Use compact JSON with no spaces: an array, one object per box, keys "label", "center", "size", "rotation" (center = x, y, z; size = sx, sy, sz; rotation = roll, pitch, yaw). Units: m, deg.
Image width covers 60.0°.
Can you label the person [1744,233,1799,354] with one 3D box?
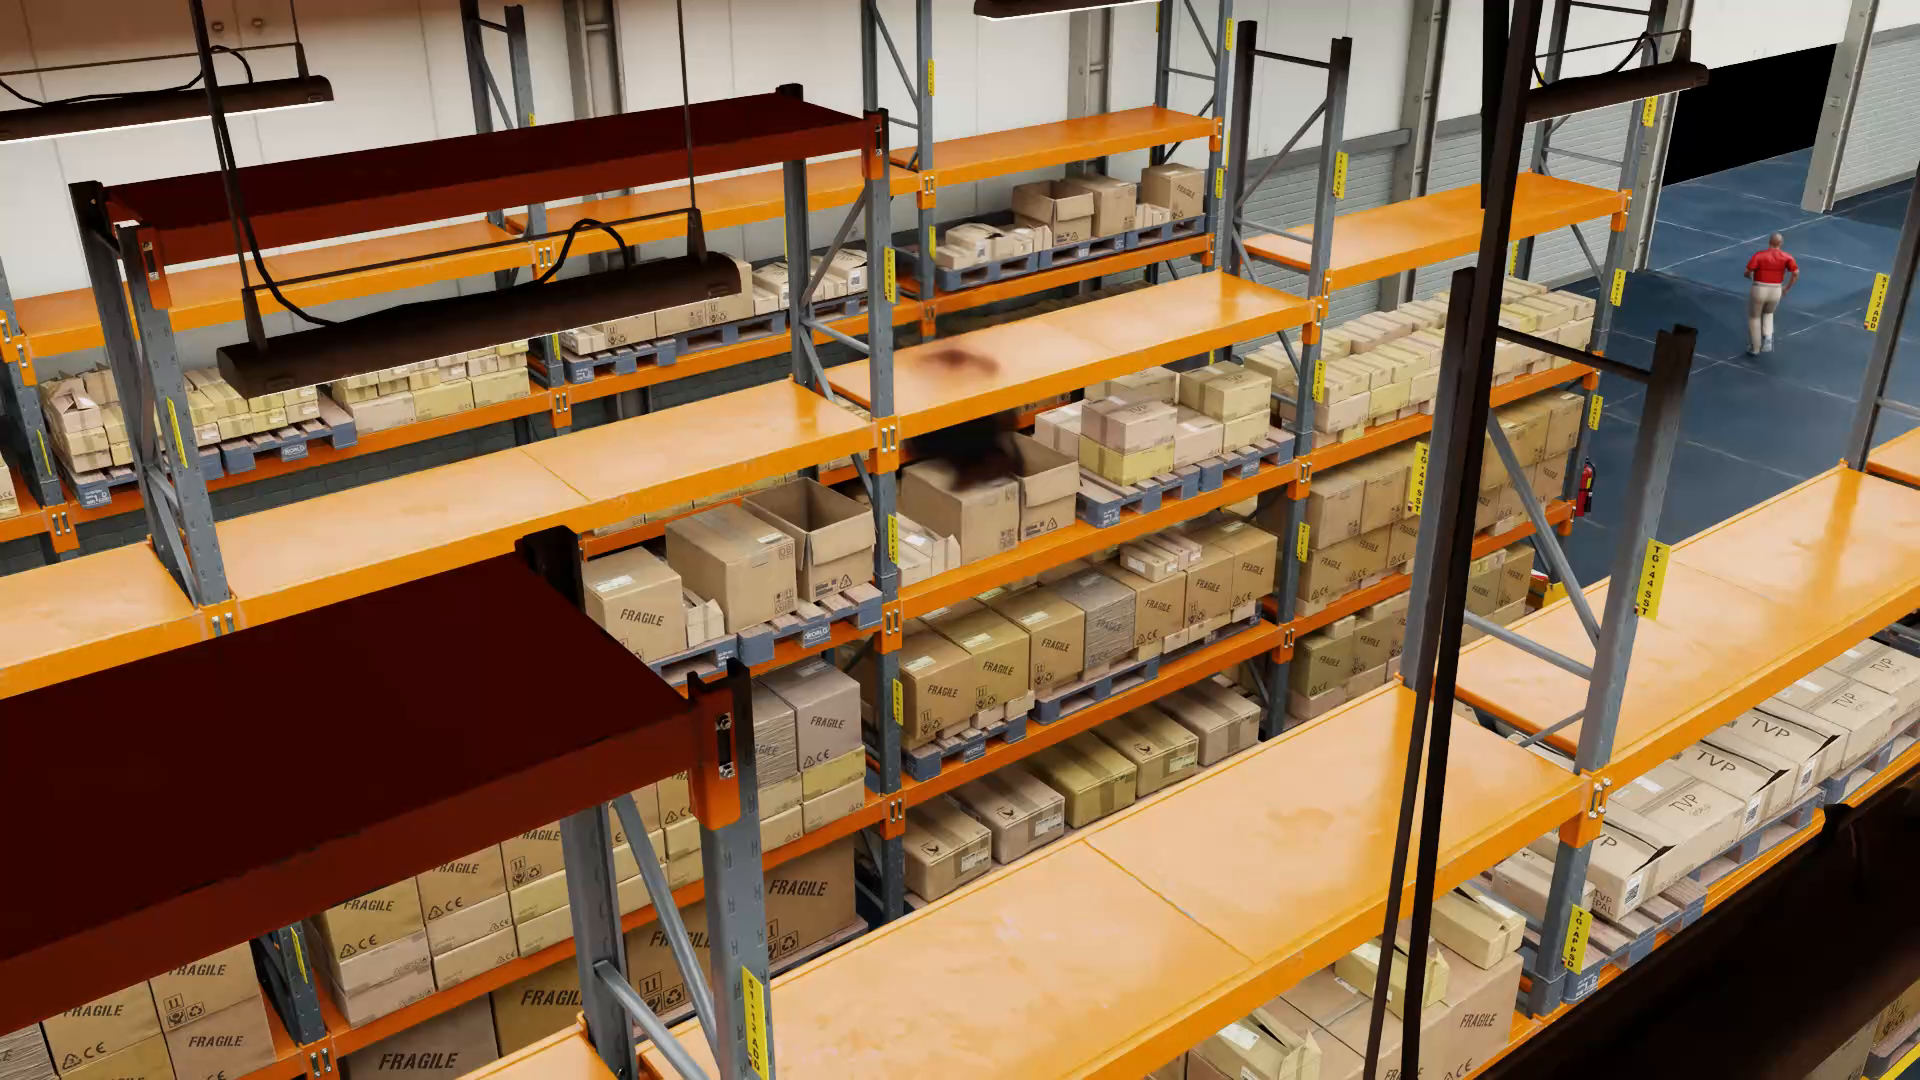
[{"label":"person","center":[11.252,-3.471,23.271],"size":[0.668,1.694,0.597],"rotation":[5,26,9]}]
